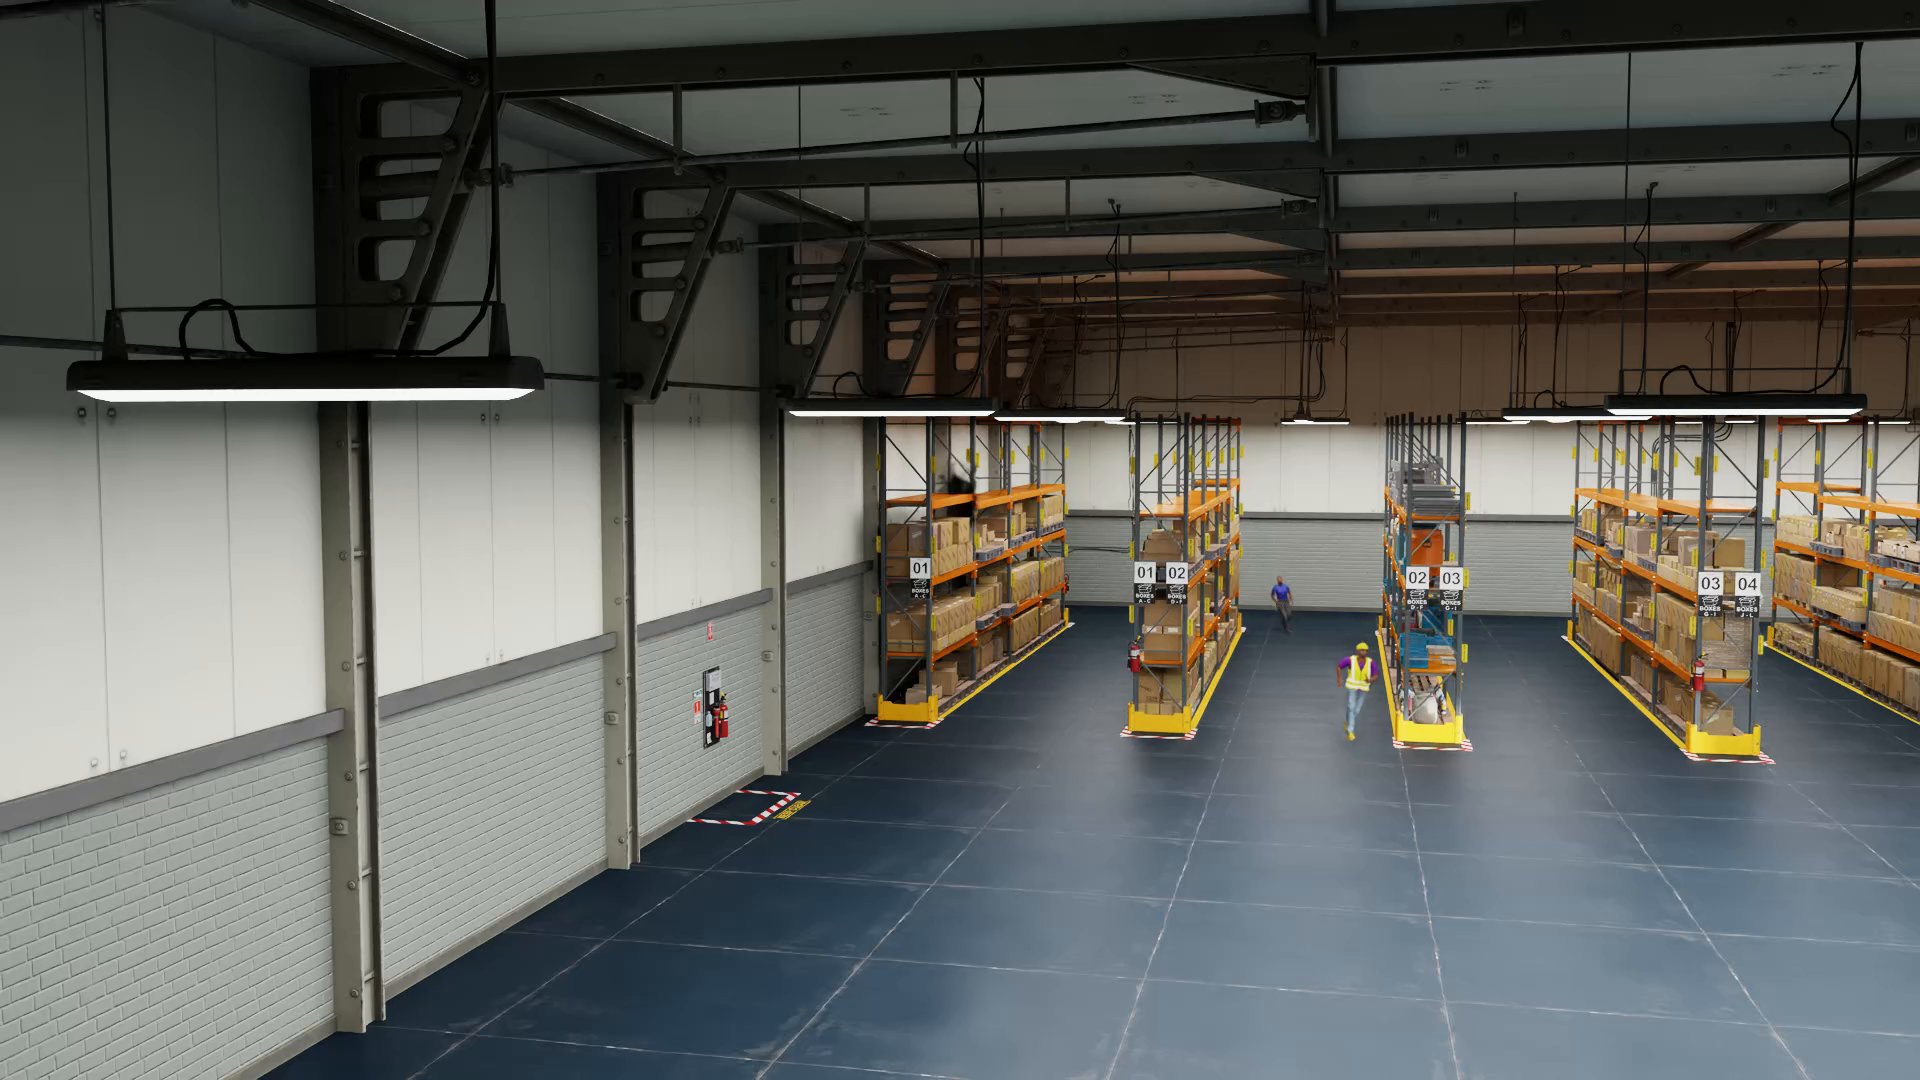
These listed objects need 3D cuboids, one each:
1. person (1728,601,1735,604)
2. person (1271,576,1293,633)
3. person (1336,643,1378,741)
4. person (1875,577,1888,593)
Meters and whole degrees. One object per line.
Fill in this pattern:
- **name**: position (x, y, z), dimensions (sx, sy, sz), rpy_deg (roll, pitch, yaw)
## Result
- **person**: position (19.592, 2.051, 42.070), dimensions (0.568, 1.648, 0.695), rpy_deg (1, 4, 13)
- **person**: position (8.978, 1.790, 46.414), dimensions (0.609, 1.582, 0.515), rpy_deg (-1, 4, -7)
- **person**: position (7.356, 2.769, 30.753), dimensions (0.748, 1.756, 0.949), rpy_deg (0, 4, -2)
- **person**: position (24.959, 1.845, 45.106), dimensions (0.665, 1.649, 0.533), rpy_deg (-1, 4, -9)
